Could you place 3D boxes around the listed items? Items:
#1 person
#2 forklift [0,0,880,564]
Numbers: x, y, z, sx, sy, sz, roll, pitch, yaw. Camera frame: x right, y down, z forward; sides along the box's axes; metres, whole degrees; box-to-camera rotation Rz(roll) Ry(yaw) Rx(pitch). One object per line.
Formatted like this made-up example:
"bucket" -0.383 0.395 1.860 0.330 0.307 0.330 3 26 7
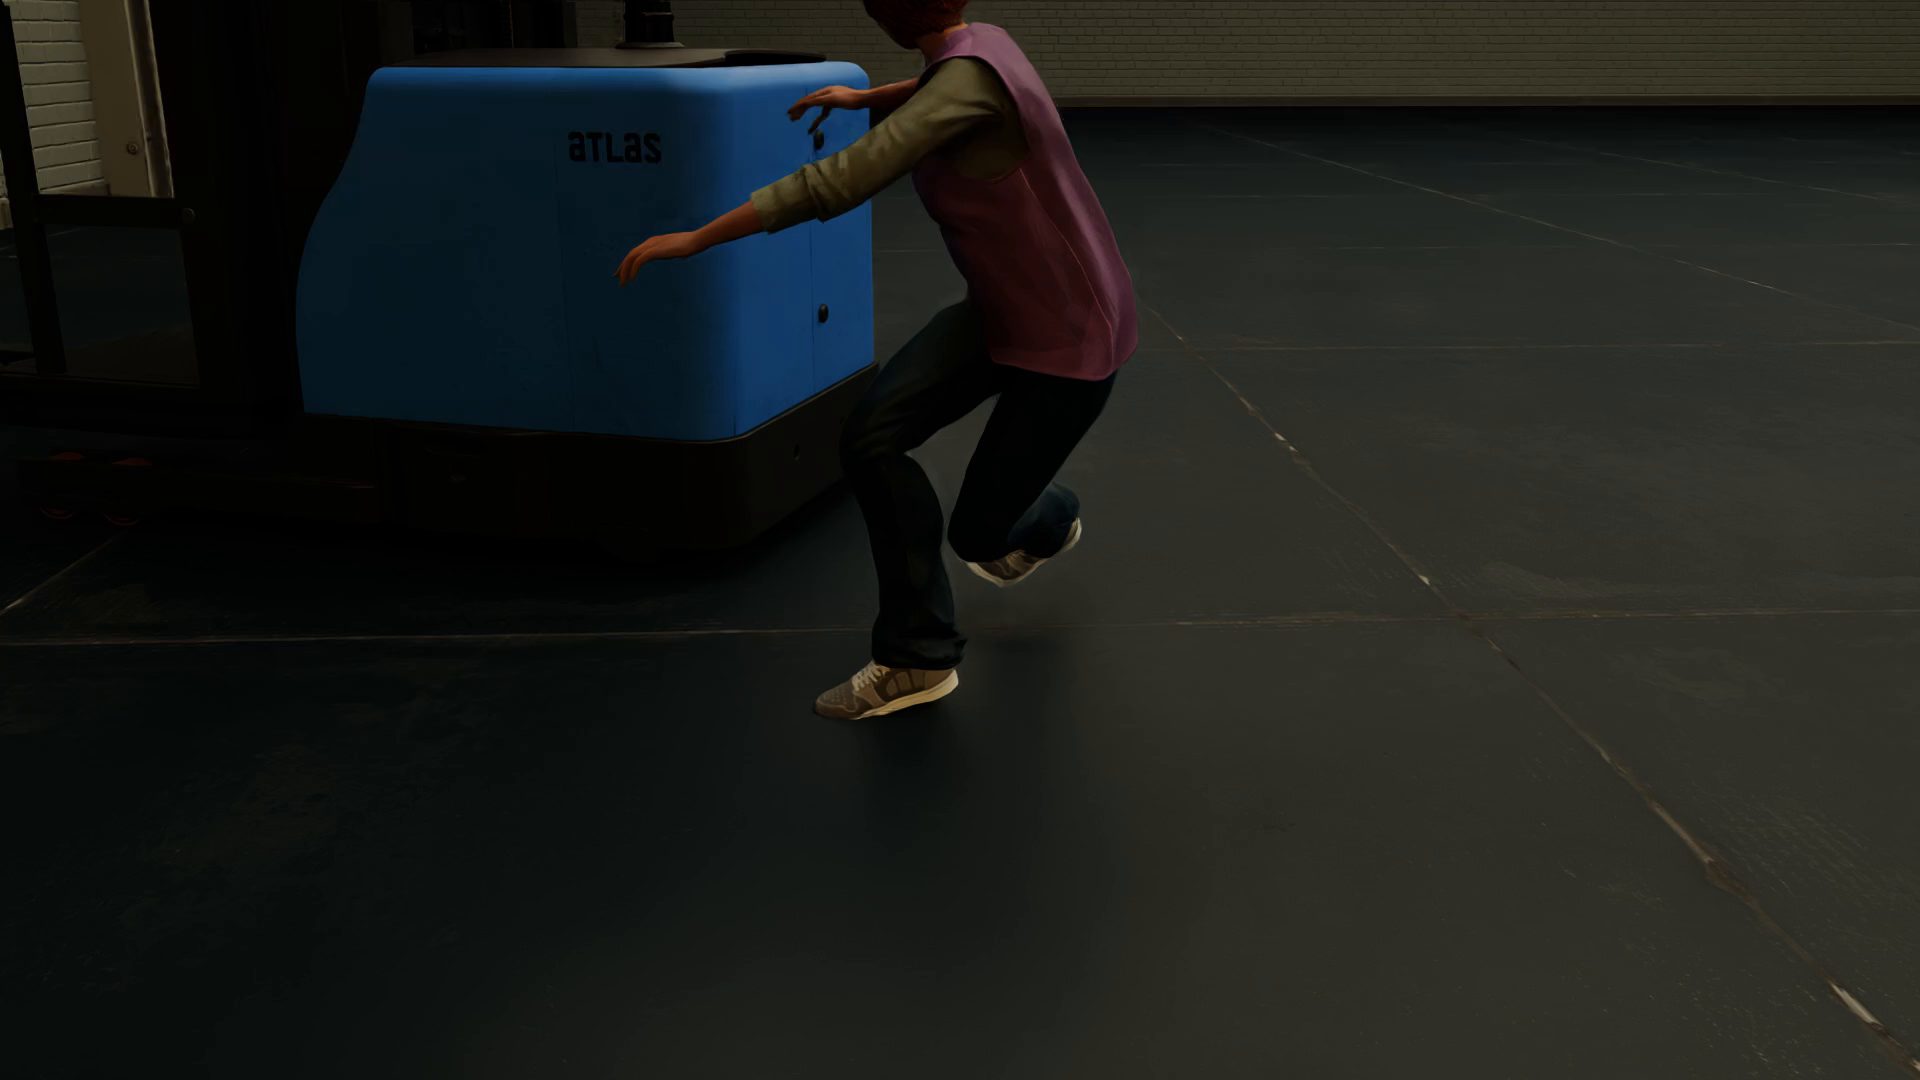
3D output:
"person" -0.151 -0.394 2.934 1.037 1.374 0.727 -10 19 -29
"forklift" -1.789 -1.576 4.059 3.031 2.935 1.130 5 18 16
